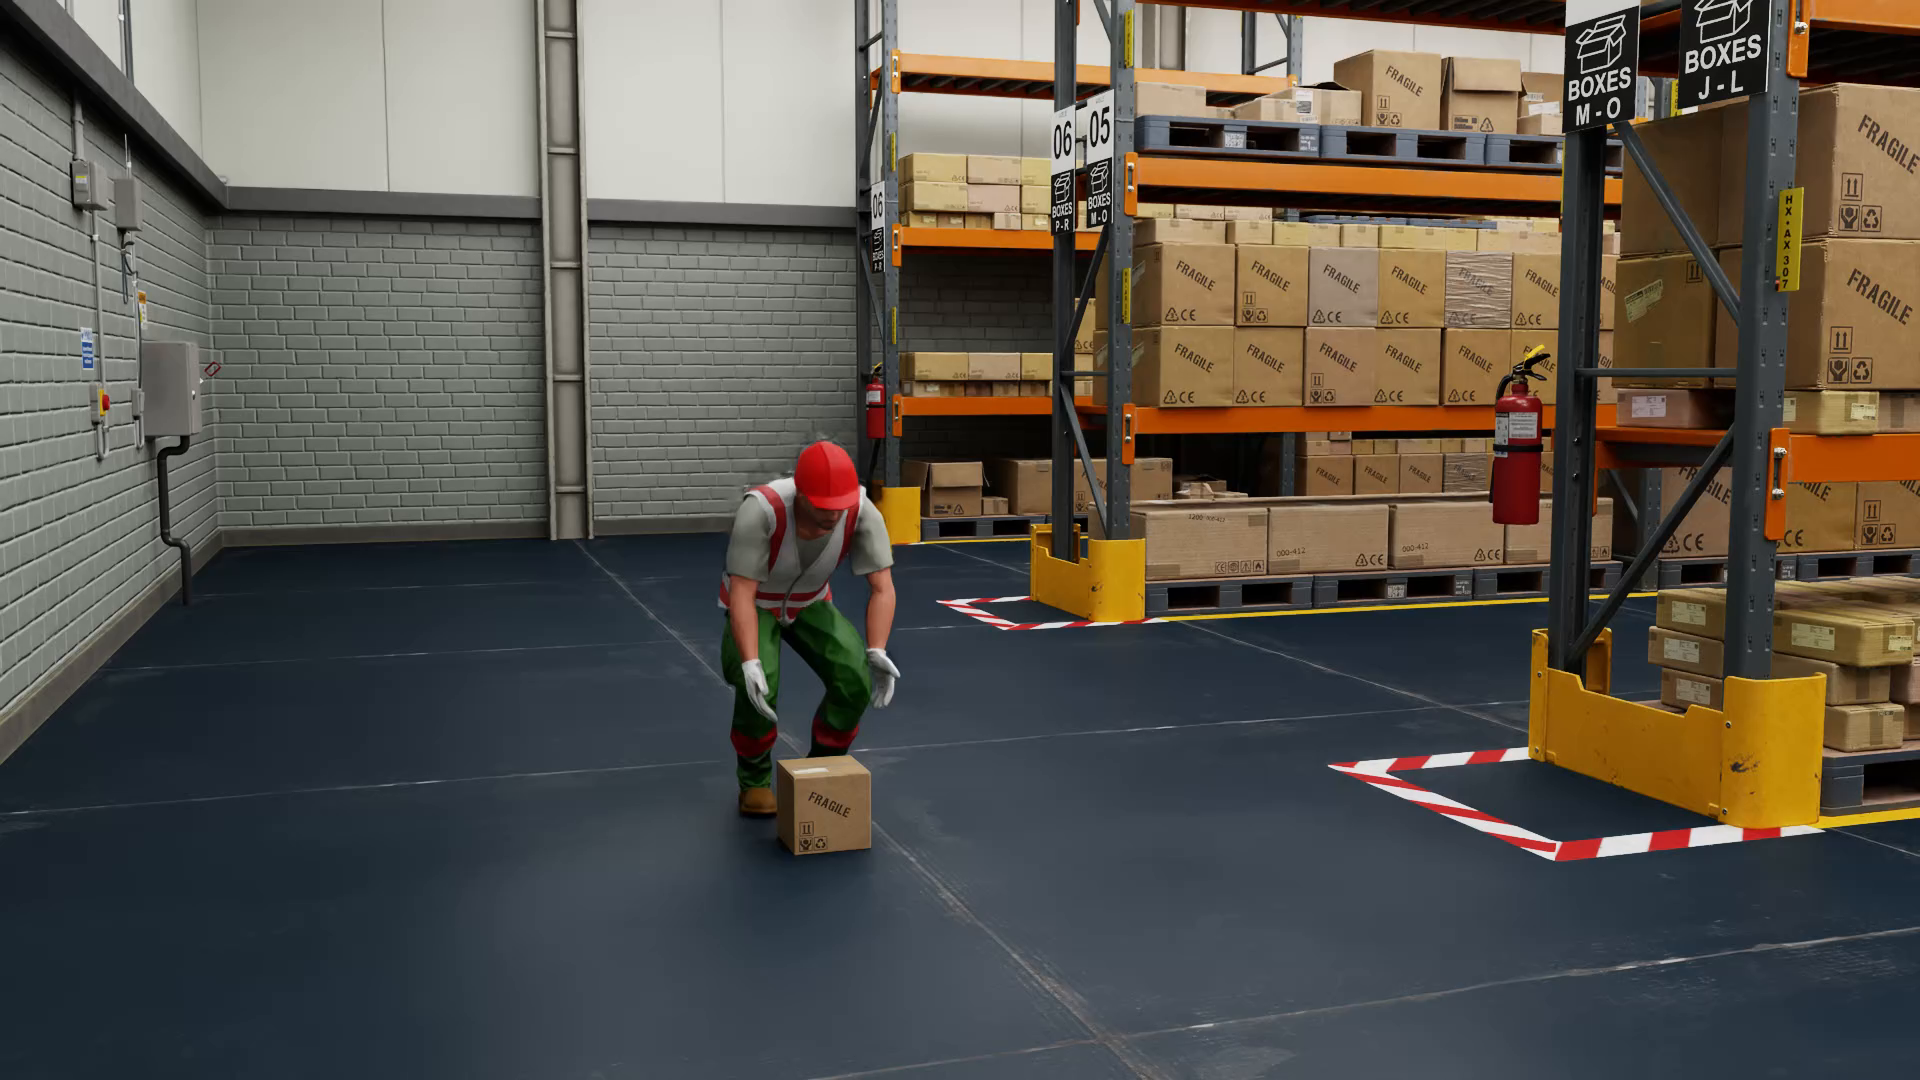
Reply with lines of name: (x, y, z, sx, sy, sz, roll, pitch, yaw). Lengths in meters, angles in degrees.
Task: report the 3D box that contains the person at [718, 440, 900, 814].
person: (-0.532, 0.294, 5.723, 0.583, 1.290, 0.819, -2, 6, -19)
